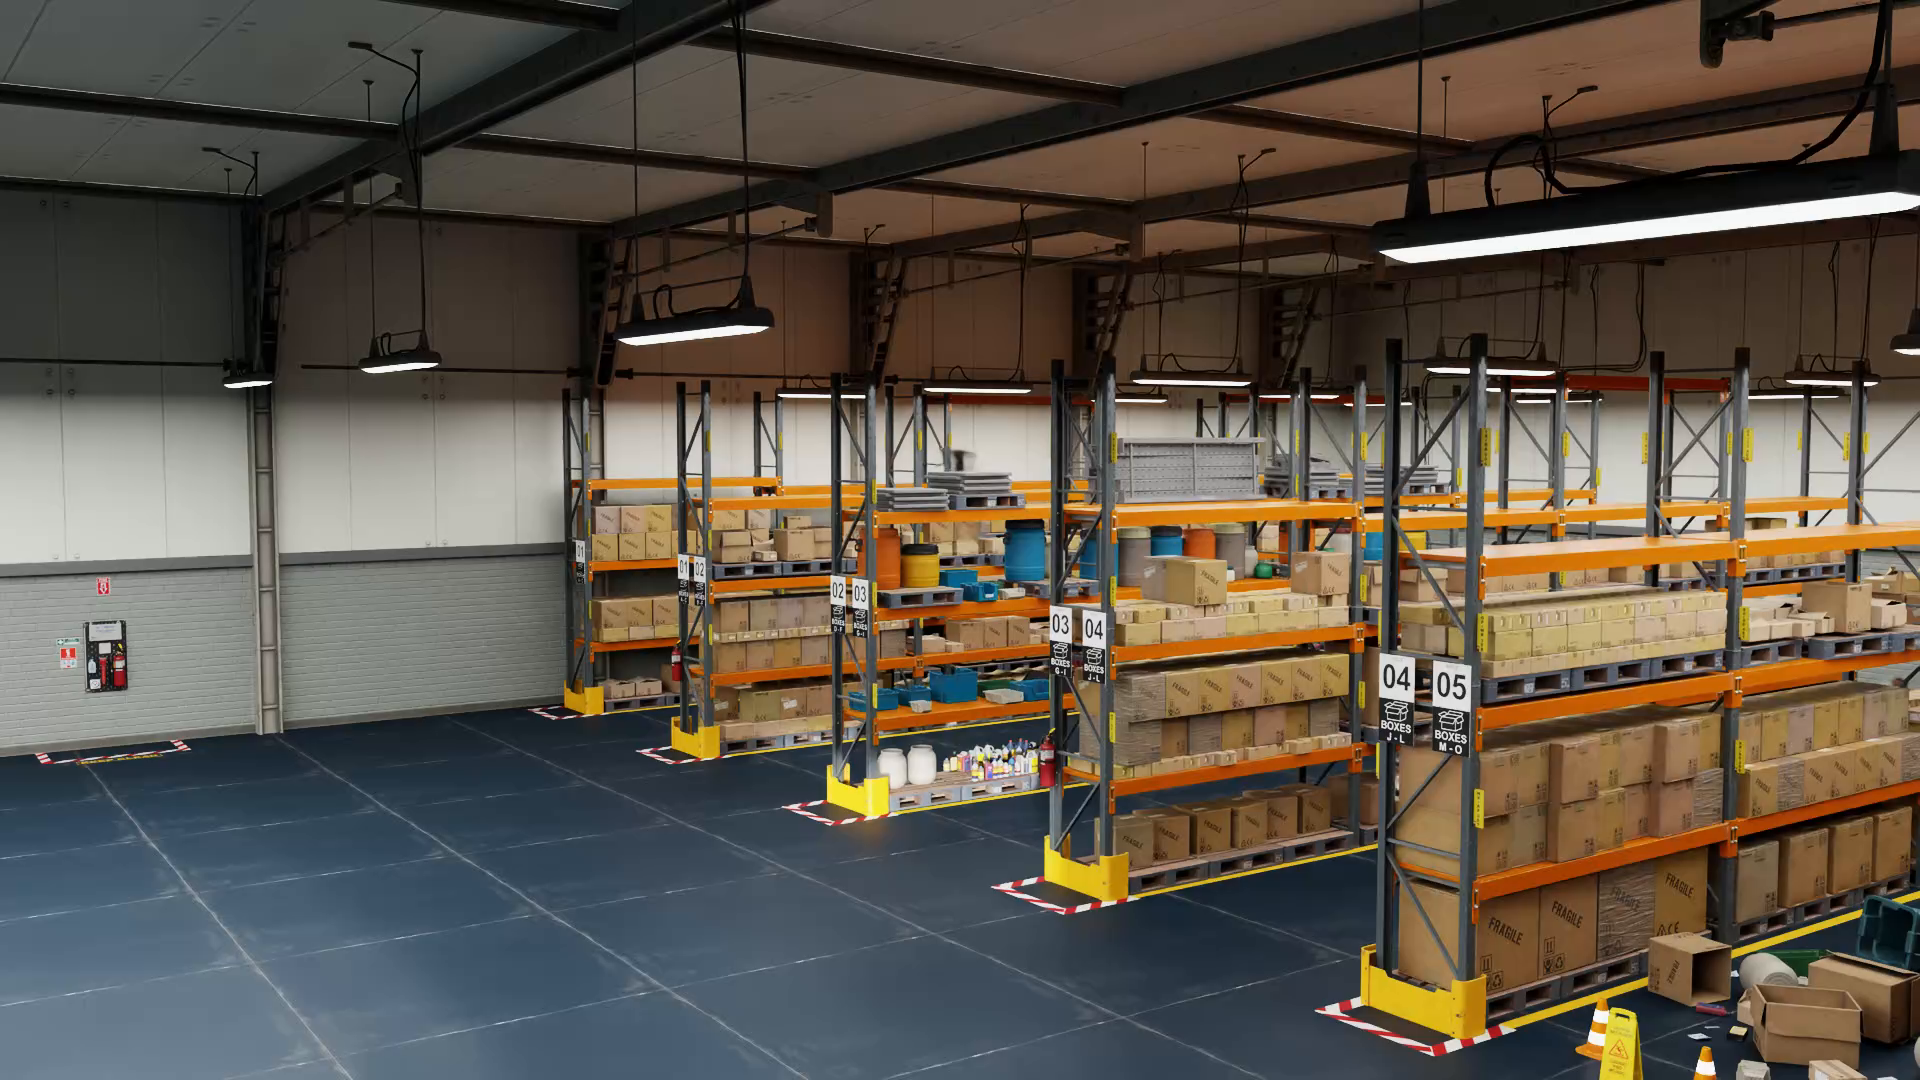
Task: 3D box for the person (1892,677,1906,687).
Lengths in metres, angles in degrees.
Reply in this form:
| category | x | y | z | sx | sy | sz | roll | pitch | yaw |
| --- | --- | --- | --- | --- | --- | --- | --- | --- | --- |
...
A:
| category | x | y | z | sx | sy | sz | roll | pitch | yaw |
| --- | --- | --- | --- | --- | --- | --- | --- | --- | --- |
| person | 13.593 | 2.814 | 24.079 | 0.465 | 1.670 | 0.804 | 4 | 5 | 45 |

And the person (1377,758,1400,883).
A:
| category | x | y | z | sx | sy | sz | roll | pitch | yaw |
| --- | --- | --- | --- | --- | --- | --- | --- | --- | --- |
| person | 5.096 | 3.179 | 19.012 | 1.049 | 1.497 | 0.589 | -3 | 5 | -40 |
